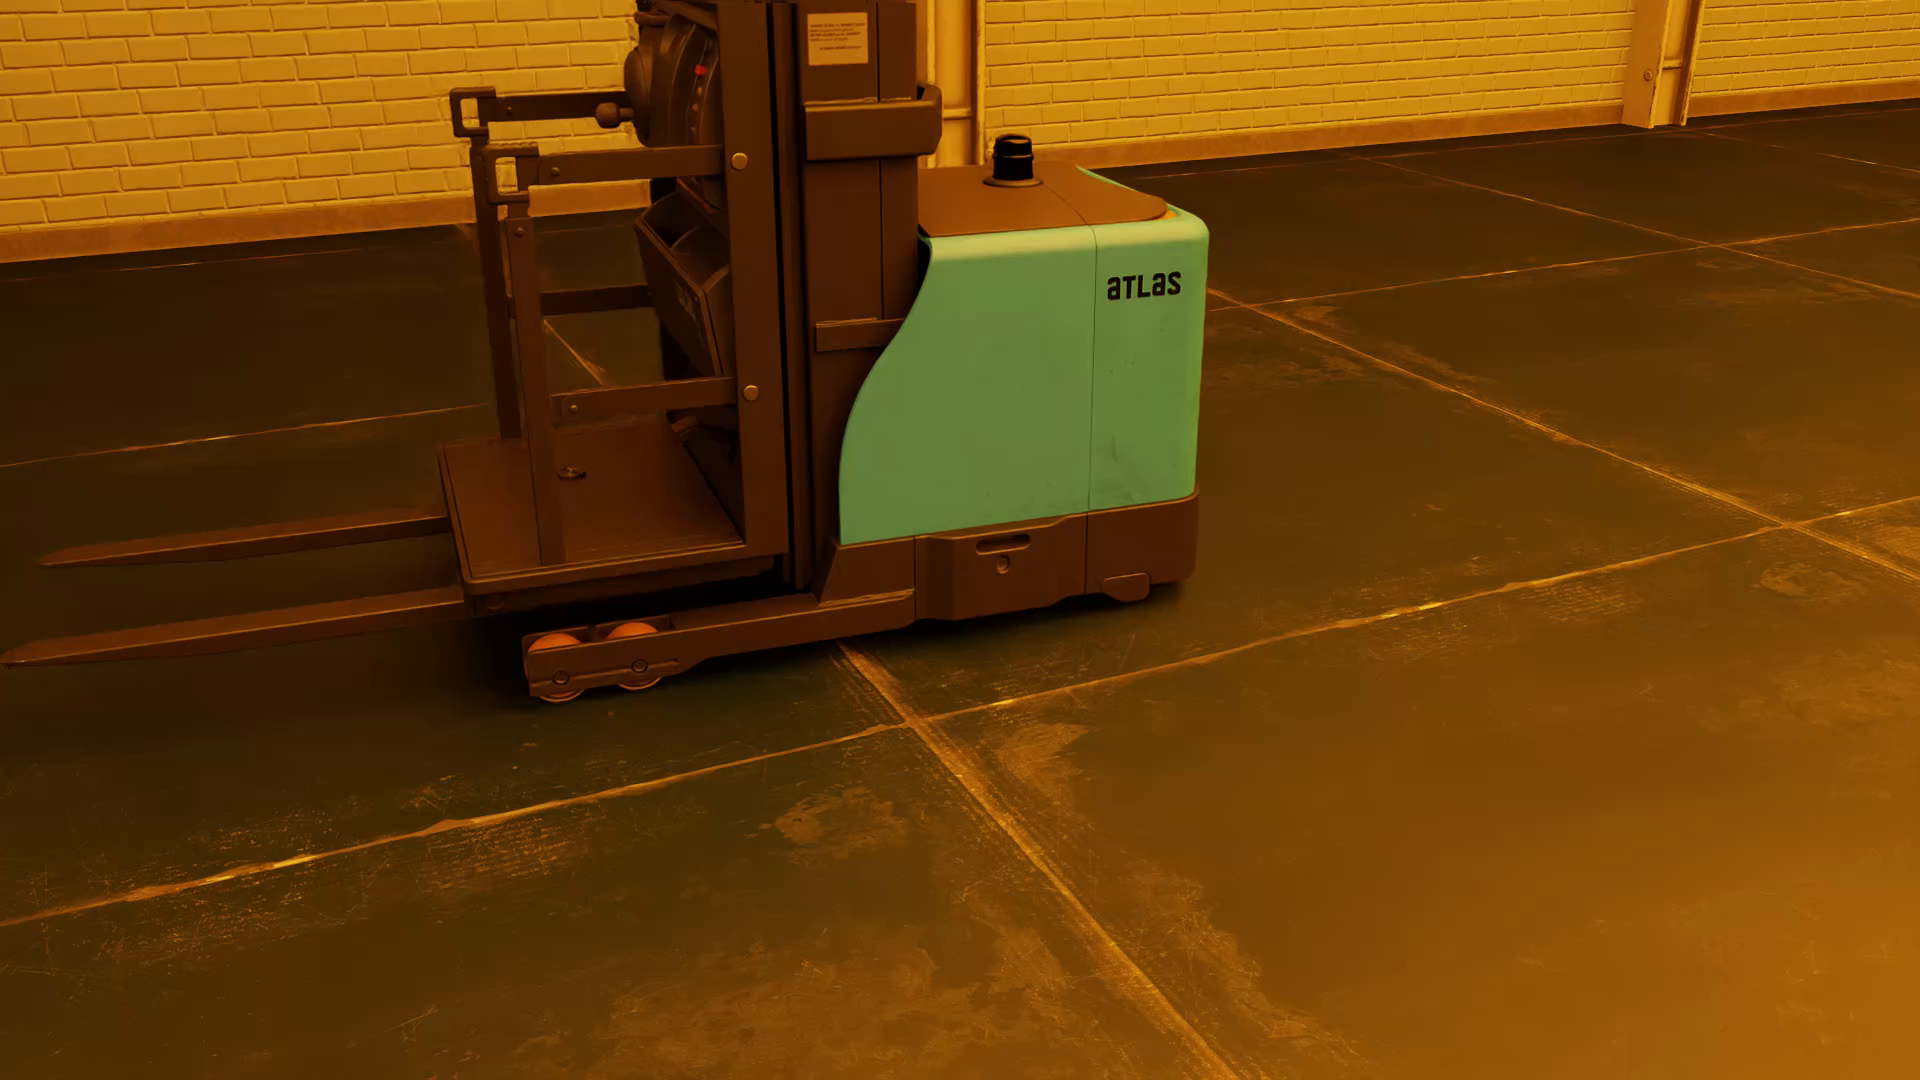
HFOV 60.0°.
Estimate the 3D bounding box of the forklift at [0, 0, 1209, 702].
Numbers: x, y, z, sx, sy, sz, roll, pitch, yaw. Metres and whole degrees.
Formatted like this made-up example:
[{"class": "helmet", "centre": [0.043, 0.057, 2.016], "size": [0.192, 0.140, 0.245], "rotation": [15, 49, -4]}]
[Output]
[{"class": "forklift", "centre": [-0.905, -1.179, 4.123], "size": [3.031, 2.935, 1.130], "rotation": [-8, 24, -18]}]
